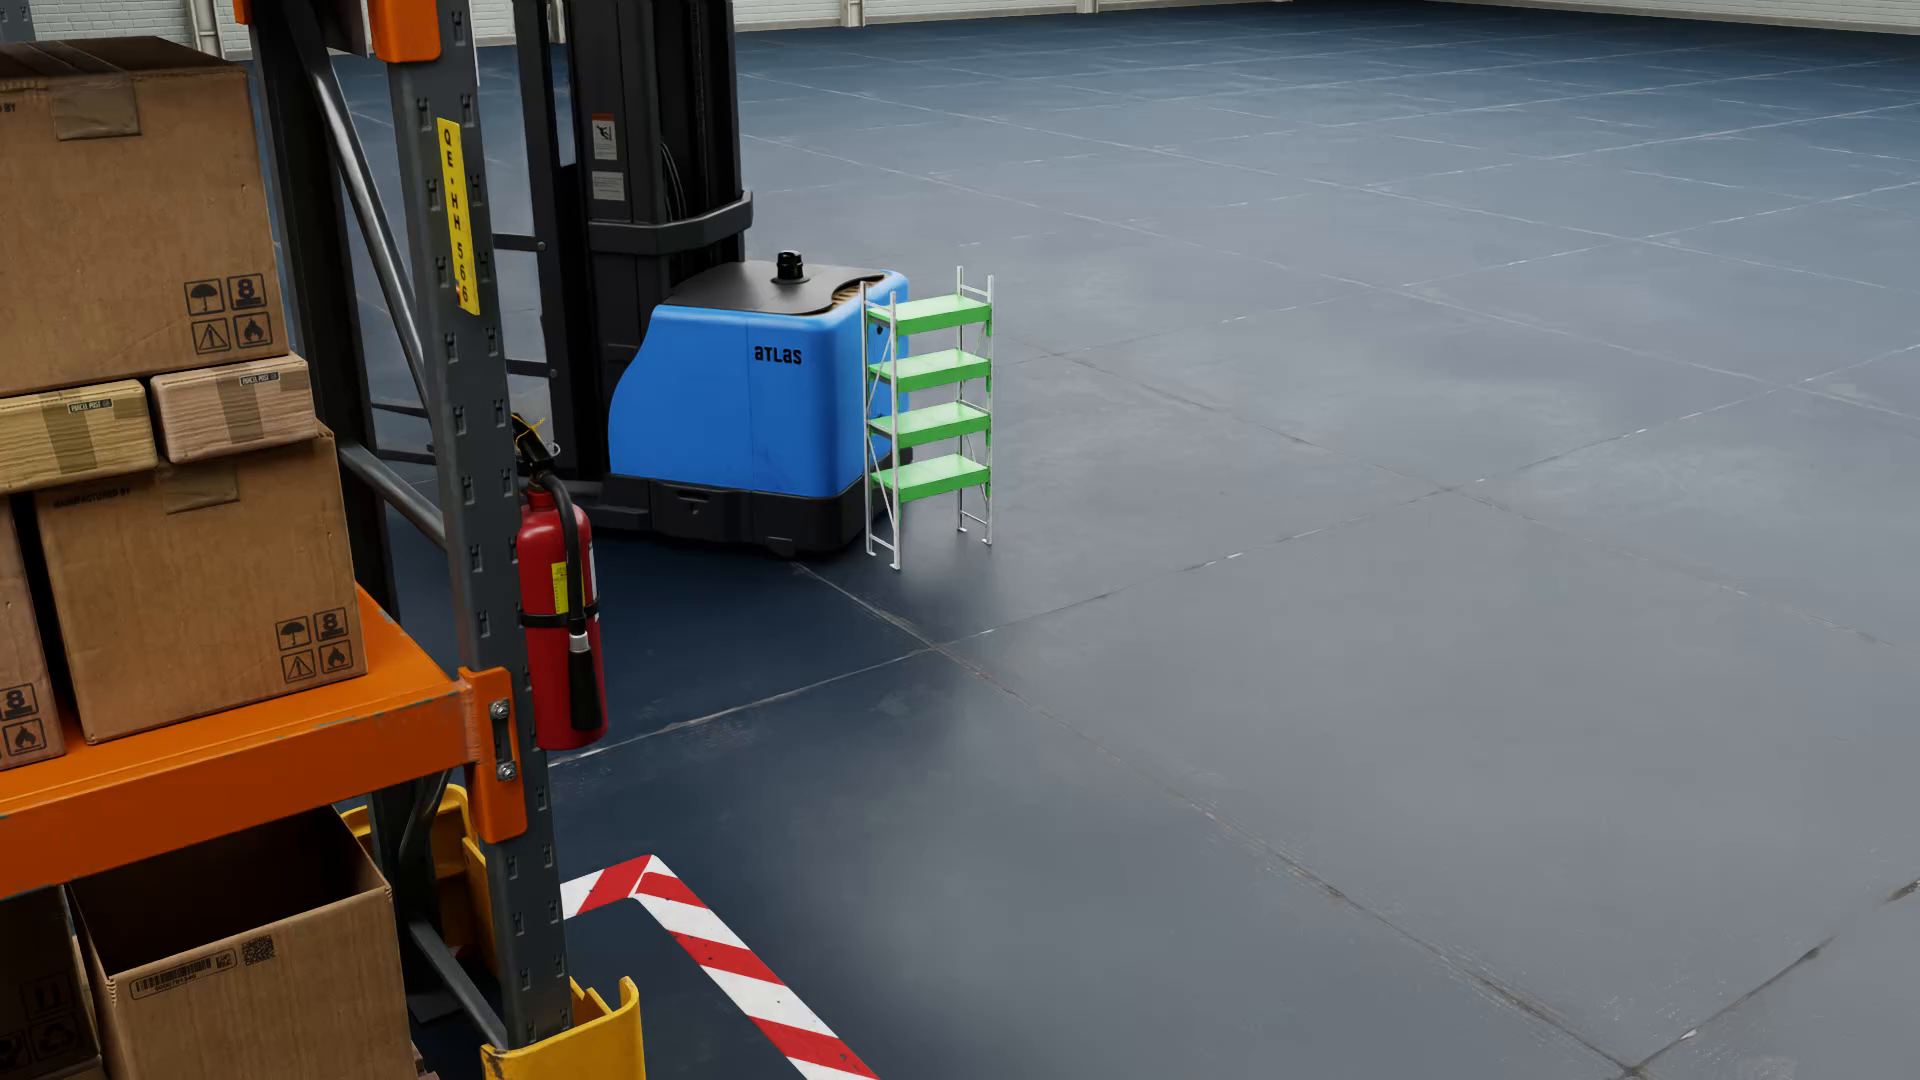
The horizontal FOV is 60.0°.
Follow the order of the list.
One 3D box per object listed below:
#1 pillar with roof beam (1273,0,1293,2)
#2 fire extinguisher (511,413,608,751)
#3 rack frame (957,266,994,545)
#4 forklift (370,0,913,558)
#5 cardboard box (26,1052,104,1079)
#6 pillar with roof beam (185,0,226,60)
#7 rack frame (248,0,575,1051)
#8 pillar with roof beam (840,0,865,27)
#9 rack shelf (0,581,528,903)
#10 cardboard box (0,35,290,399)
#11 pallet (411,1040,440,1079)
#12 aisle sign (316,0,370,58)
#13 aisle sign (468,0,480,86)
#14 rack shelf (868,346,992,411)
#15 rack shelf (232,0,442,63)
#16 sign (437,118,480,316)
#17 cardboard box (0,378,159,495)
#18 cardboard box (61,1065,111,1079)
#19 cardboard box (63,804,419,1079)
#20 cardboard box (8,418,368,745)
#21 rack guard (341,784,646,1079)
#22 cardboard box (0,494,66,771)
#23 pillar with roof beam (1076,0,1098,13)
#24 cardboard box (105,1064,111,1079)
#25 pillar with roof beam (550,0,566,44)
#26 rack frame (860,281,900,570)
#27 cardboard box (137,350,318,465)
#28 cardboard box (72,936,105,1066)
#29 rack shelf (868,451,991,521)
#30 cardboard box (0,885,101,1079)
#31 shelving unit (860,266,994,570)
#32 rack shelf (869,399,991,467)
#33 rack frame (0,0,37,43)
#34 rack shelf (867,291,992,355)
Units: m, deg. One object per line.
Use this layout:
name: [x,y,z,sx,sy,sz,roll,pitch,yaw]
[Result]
pillar with roof beam: [10.136,-15.632,34.429,0.400,9.000,9.100,-15,26,-33]
fire extinguisher: [-0.800,0.078,3.257,0.183,0.674,0.296,-15,26,-33]
rack frame: [0.064,-0.574,7.217,0.015,1.200,0.240,-15,26,-33]
forklift: [-1.796,-1.597,7.444,3.031,2.935,1.130,7,23,17]
cardboard box: [-2.136,1.169,3.564,0.500,0.250,0.500,-15,26,-33]
pillar with roof beam: [-9.346,-10.437,21.410,0.400,9.000,9.100,-15,26,-33]
rack frame: [-1.167,-0.072,3.529,0.127,3.000,1.000,-15,26,-33]
pillar with roof beam: [0.395,-13.035,27.919,0.400,9.000,9.100,-15,26,-33]
rack shelf: [-2.791,0.695,2.577,4.000,0.370,1.077,-15,26,-33]
cardboard box: [-1.597,-0.612,2.998,0.500,0.500,0.700,-15,26,-33]
pallet: [-1.764,1.401,3.599,1.213,0.211,1.003,-15,26,-33]
aisle sign: [-1.293,-1.386,3.314,0.004,0.787,0.394,-15,26,-33]
aisle sign: [-0.942,-1.205,2.861,0.004,0.787,0.394,-15,26,-33]
rack shelf: [-0.134,-0.685,7.019,0.480,0.148,0.258,-15,26,-33]
rack shelf: [-2.791,-0.698,2.022,4.000,0.370,1.077,-15,26,-33]
sign: [-0.862,-0.553,2.854,0.005,0.325,0.100,-15,26,-33]
cardboard box: [-1.578,-0.222,2.896,0.250,0.149,0.380,-14,26,-32]
cardboard box: [-1.829,1.327,3.167,0.500,0.250,0.500,-15,26,-33]
cardboard box: [-1.429,0.868,3.307,0.500,0.500,0.500,-15,26,-33]
cardboard box: [-1.554,-0.021,3.267,0.500,0.500,0.700,-15,26,-33]
rack guard: [-1.148,1.084,4.005,0.348,0.500,1.175,-15,26,-33]
cardboard box: [-1.977,0.094,2.978,0.500,0.500,0.700,-14,26,-31]
pillar with roof beam: [5.265,-14.333,31.174,0.400,9.000,9.100,-15,26,-33]
cardboard box: [-1.430,1.215,3.447,0.500,0.250,0.500,-15,26,-33]
pillar with roof beam: [-4.476,-11.736,24.665,0.400,9.000,9.100,-15,26,-33]
rack frame: [-0.332,-0.469,6.952,0.015,1.200,0.240,-15,26,-33]
cardboard box: [-1.366,-0.279,3.039,0.250,0.149,0.380,-15,26,-34]
cardboard box: [-1.733,1.059,3.838,0.500,0.250,0.500,-15,26,-33]
rack shelf: [-0.134,-0.239,7.197,0.480,0.148,0.258,-15,26,-33]
cardboard box: [-2.137,0.820,3.426,0.500,0.500,0.500,-15,26,-33]
shelving unit: [-0.134,-0.521,7.084,0.503,1.200,0.258,-15,26,-33]
rack shelf: [-0.134,-0.462,7.108,0.480,0.148,0.258,-15,26,-33]
rack frame: [-4.057,-1.563,7.265,0.127,3.000,1.000,-15,26,-33]
rack shelf: [-0.134,-0.908,6.930,0.480,0.148,0.258,-15,26,-33]
